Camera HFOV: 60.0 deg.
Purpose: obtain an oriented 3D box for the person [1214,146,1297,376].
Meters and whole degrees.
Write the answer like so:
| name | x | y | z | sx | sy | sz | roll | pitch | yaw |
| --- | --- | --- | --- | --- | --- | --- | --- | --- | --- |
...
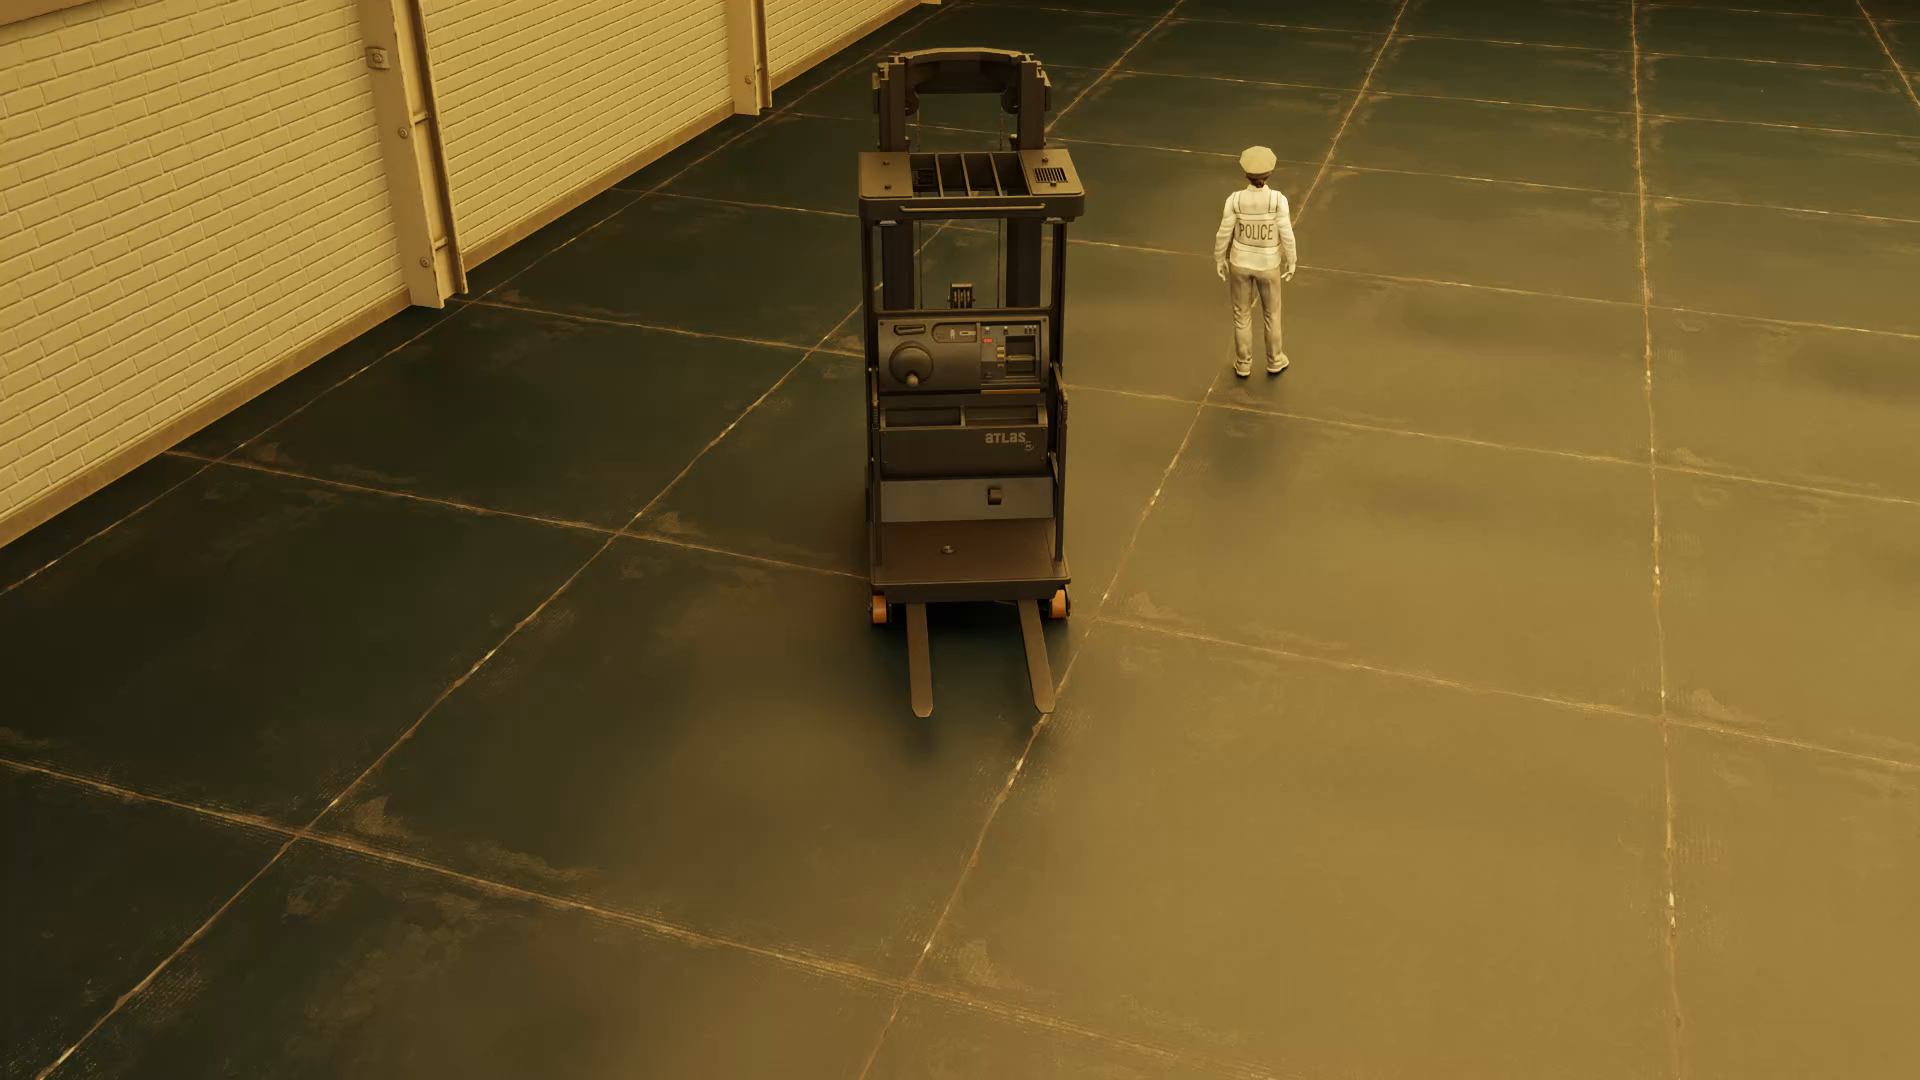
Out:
| name | x | y | z | sx | sy | sz | roll | pitch | yaw |
| --- | --- | --- | --- | --- | --- | --- | --- | --- | --- |
| person | 2.108 | -1.984 | 11.851 | 0.588 | 1.696 | 0.533 | 8 | 31 | 13 |

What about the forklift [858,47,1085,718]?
| name | x | y | z | sx | sy | sz | roll | pitch | yaw |
| --- | --- | --- | --- | --- | --- | --- | --- | --- | --- |
| forklift | 0.035 | -0.972 | 8.842 | 1.130 | 2.935 | 3.031 | -2 | 30 | -3 |
